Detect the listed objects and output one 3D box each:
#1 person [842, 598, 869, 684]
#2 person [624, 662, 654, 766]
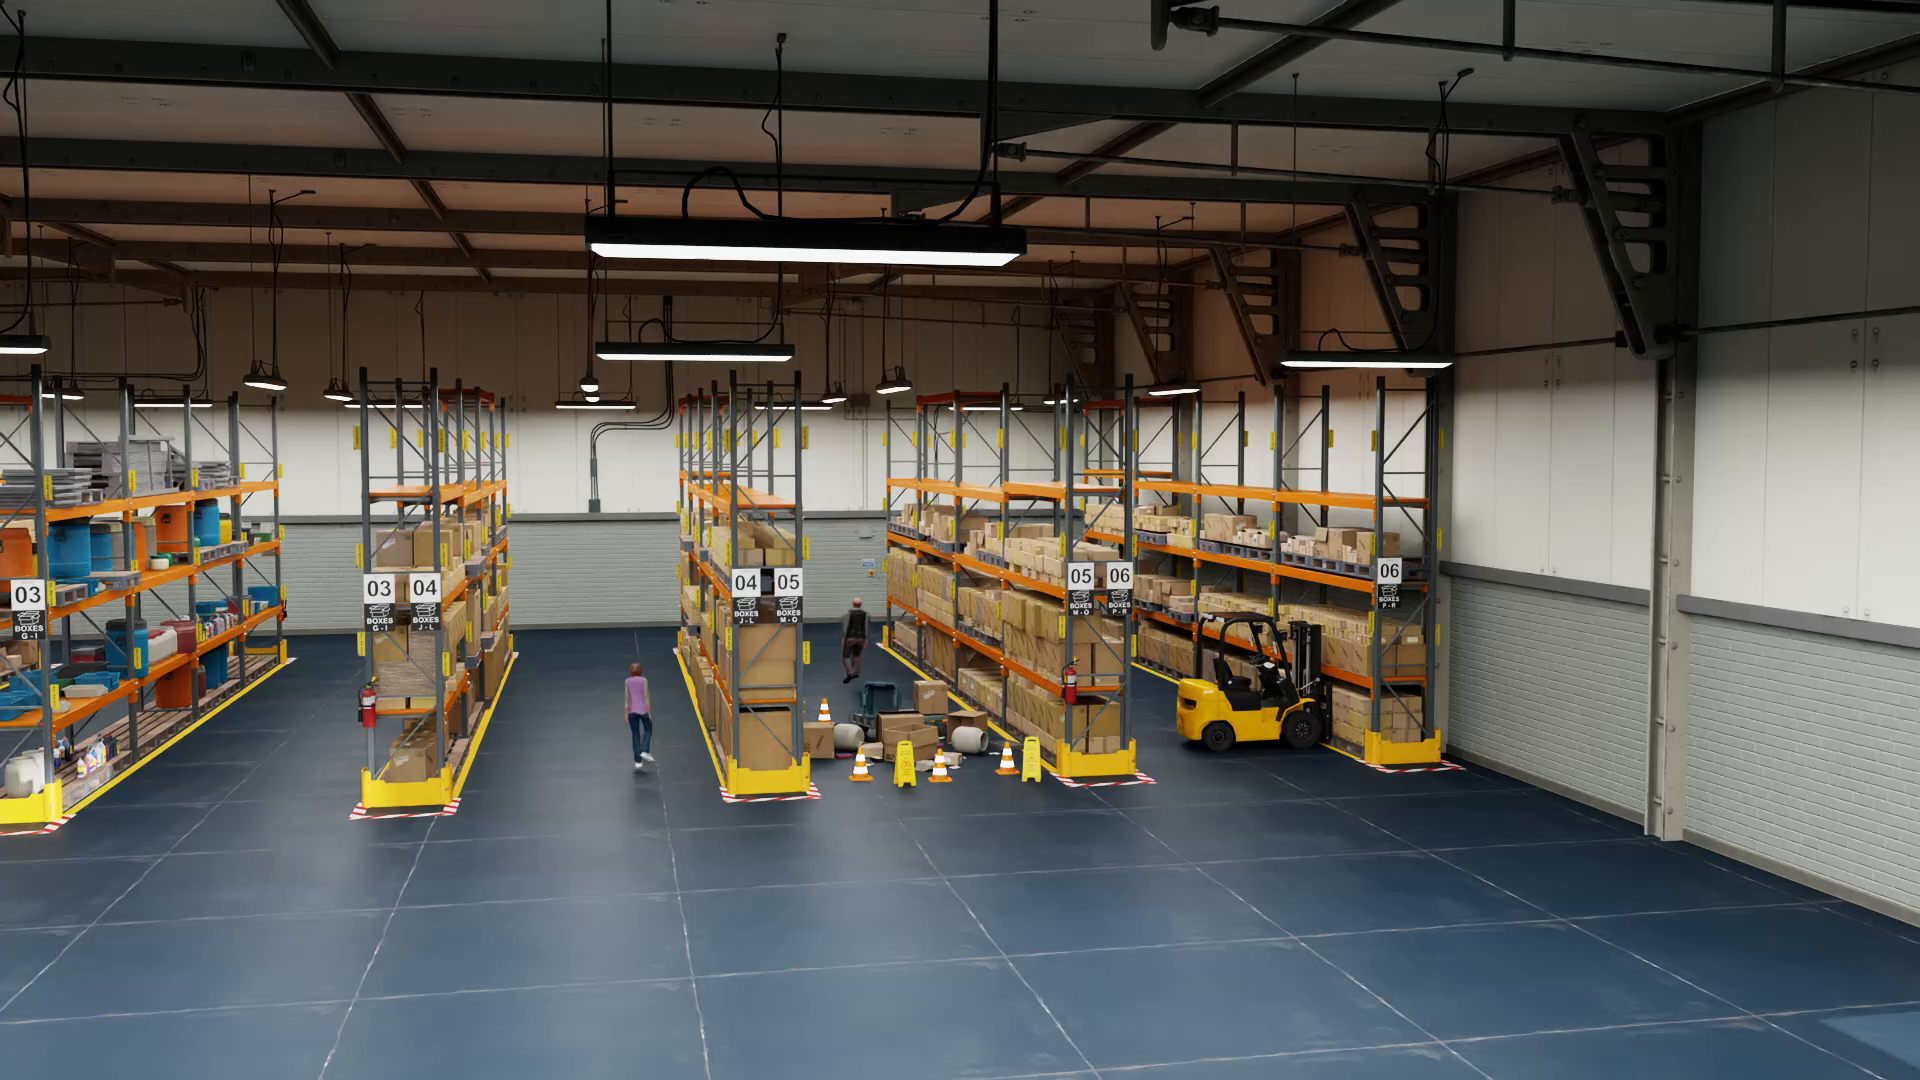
[{"bbox_3d":[-2.088,2.003,33.156,0.569,1.699,0.522,-1,4,-15],"label":"person"},{"bbox_3d":[-4.947,2.676,25.576,0.456,1.586,0.441,0,3,-6],"label":"person"}]
